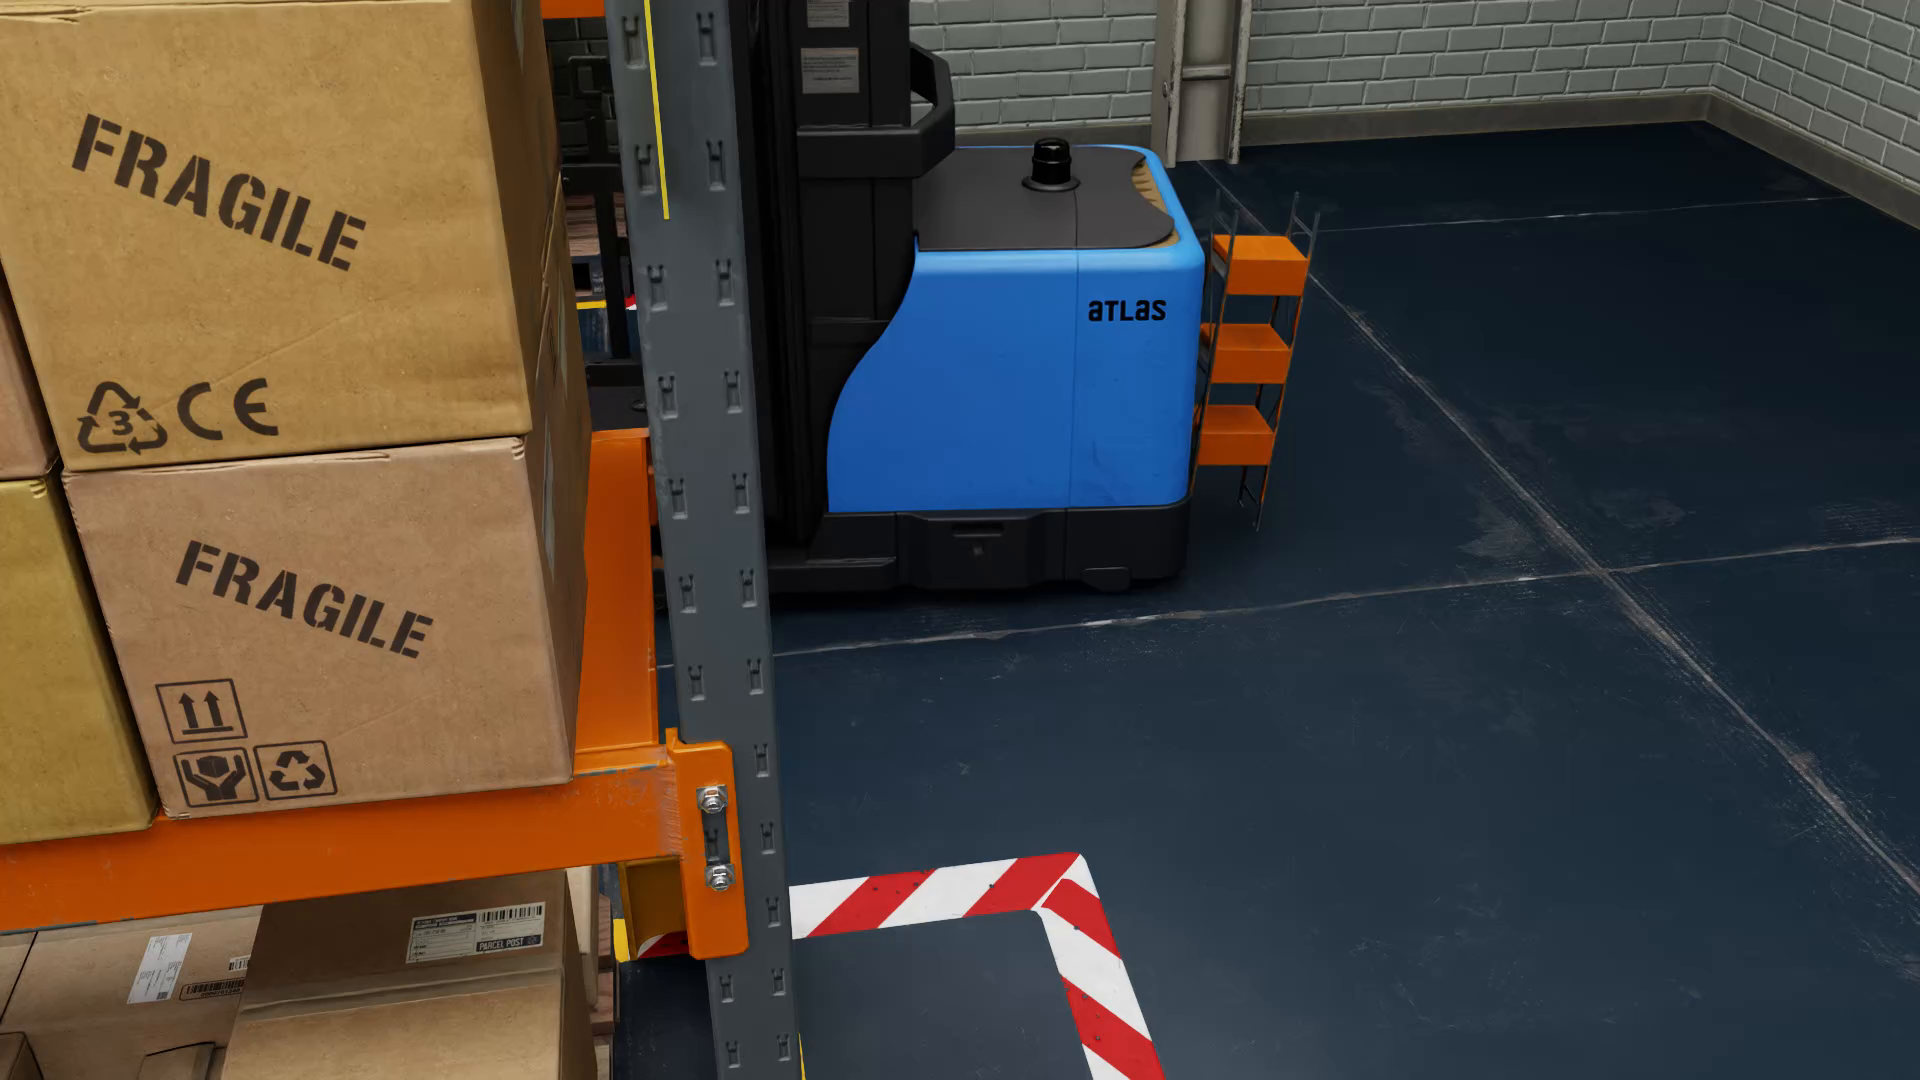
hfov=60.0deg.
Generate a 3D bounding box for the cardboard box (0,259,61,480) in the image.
[{"bbox_3d":[-1.277,-0.387,1.864,0.500,0.500,0.500,-4,31,-8],"label":"cardboard box"}]

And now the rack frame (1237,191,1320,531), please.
[{"bbox_3d":[0.974,-0.533,5.122,0.008,1.050,0.200,0,30,-10],"label":"rack frame"}]

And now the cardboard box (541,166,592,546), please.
[{"bbox_3d":[-0.876,-0.271,2.653,0.500,0.500,0.500,-5,31,-8],"label":"cardboard box"}]

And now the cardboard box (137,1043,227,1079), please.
[{"bbox_3d":[-1.297,1.059,2.851,0.250,0.166,0.380,-5,31,-9],"label":"cardboard box"}]

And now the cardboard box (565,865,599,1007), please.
[{"bbox_3d":[-0.865,0.769,3.361,0.250,0.149,0.380,-5,31,-9],"label":"cardboard box"}]

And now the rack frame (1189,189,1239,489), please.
[{"bbox_3d":[0.734,-0.531,5.079,0.008,1.050,0.200,0,30,-10],"label":"rack frame"}]

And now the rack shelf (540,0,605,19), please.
[{"bbox_3d":[-3.255,-2.114,6.595,4.000,0.370,1.077,-5,31,-9],"label":"rack shelf"}]

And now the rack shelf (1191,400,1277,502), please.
[{"bbox_3d":[0.830,-0.282,5.243,0.240,0.259,0.215,0,30,-10],"label":"rack shelf"}]

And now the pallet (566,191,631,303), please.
[{"bbox_3d":[-2.060,-1.292,7.240,1.213,0.211,1.003,-5,31,-9],"label":"pallet"}]

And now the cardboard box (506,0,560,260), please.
[{"bbox_3d":[-0.876,-0.702,2.400,0.500,0.500,0.500,-4,31,-7],"label":"cardboard box"}]

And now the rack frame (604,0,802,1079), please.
[{"bbox_3d":[-0.392,-0.137,2.524,0.127,3.000,1.000,-5,31,-9],"label":"rack frame"}]

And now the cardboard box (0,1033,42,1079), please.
[{"bbox_3d":[-1.822,1.103,2.694,0.500,0.250,0.500,-5,31,-9],"label":"cardboard box"}]

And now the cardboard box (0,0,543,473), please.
[{"bbox_3d":[-0.780,-0.433,1.943,0.500,0.500,0.500,-6,31,-9],"label":"cardboard box"}]

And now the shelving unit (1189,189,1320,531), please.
[{"bbox_3d":[0.854,-0.532,5.100,0.252,1.050,0.215,0,30,-10],"label":"shelving unit"}]

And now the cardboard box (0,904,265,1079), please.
[{"bbox_3d":[-1.469,0.812,3.188,0.500,0.250,0.500,-5,31,-9],"label":"cardboard box"}]

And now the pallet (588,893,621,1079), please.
[{"bbox_3d":[-1.250,1.145,3.094,1.213,0.211,1.003,-5,31,-9],"label":"pallet"}]

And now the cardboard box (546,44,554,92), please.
[{"bbox_3d":[-1.871,-1.987,7.082,0.250,0.149,0.380,-5,31,-9],"label":"cardboard box"}]

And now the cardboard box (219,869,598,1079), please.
[{"bbox_3d":[-0.882,0.923,2.753,0.500,0.500,0.500,-5,31,-9],"label":"cardboard box"}]

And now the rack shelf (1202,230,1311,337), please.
[{"bbox_3d":[0.876,-0.768,4.965,0.240,0.259,0.215,0,30,-10],"label":"rack shelf"}]

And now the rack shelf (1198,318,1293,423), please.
[{"bbox_3d":[0.853,-0.522,5.105,0.240,0.259,0.215,0,30,-10],"label":"rack shelf"}]

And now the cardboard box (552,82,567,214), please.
[{"bbox_3d":[-1.958,-1.596,7.057,0.500,0.500,0.700,-5,31,-9],"label":"cardboard box"}]

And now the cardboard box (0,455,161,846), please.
[{"bbox_3d":[-1.293,0.045,2.115,0.500,0.500,0.500,-5,31,-8],"label":"cardboard box"}]

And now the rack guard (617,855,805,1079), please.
[{"bbox_3d":[-0.466,0.947,3.146,0.348,0.500,1.175,-5,31,-9],"label":"rack guard"}]

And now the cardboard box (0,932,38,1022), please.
[{"bbox_3d":[-1.961,0.858,3.110,0.500,0.250,0.500,-5,31,-9],"label":"cardboard box"}]

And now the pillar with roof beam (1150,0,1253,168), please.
[{"bbox_3d":[1.988,-3.724,2.705,0.400,9.000,9.100,-5,31,-9],"label":"pillar with roof beam"}]

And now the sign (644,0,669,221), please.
[{"bbox_3d":[-0.311,-0.494,1.677,0.005,0.325,0.100,-5,31,-9],"label":"sign"}]

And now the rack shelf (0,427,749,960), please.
[{"bbox_3d":[-2.359,0.356,2.396,4.000,0.370,1.077,-5,31,-9],"label":"rack shelf"}]

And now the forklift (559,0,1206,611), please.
[{"bbox_3d":[-0.851,-1.323,4.608,3.031,2.935,1.130,-1,30,-2],"label":"forklift"}]

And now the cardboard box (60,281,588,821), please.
[{"bbox_3d":[-0.783,-0.004,2.198,0.500,0.500,0.500,-4,31,-7],"label":"cardboard box"}]
